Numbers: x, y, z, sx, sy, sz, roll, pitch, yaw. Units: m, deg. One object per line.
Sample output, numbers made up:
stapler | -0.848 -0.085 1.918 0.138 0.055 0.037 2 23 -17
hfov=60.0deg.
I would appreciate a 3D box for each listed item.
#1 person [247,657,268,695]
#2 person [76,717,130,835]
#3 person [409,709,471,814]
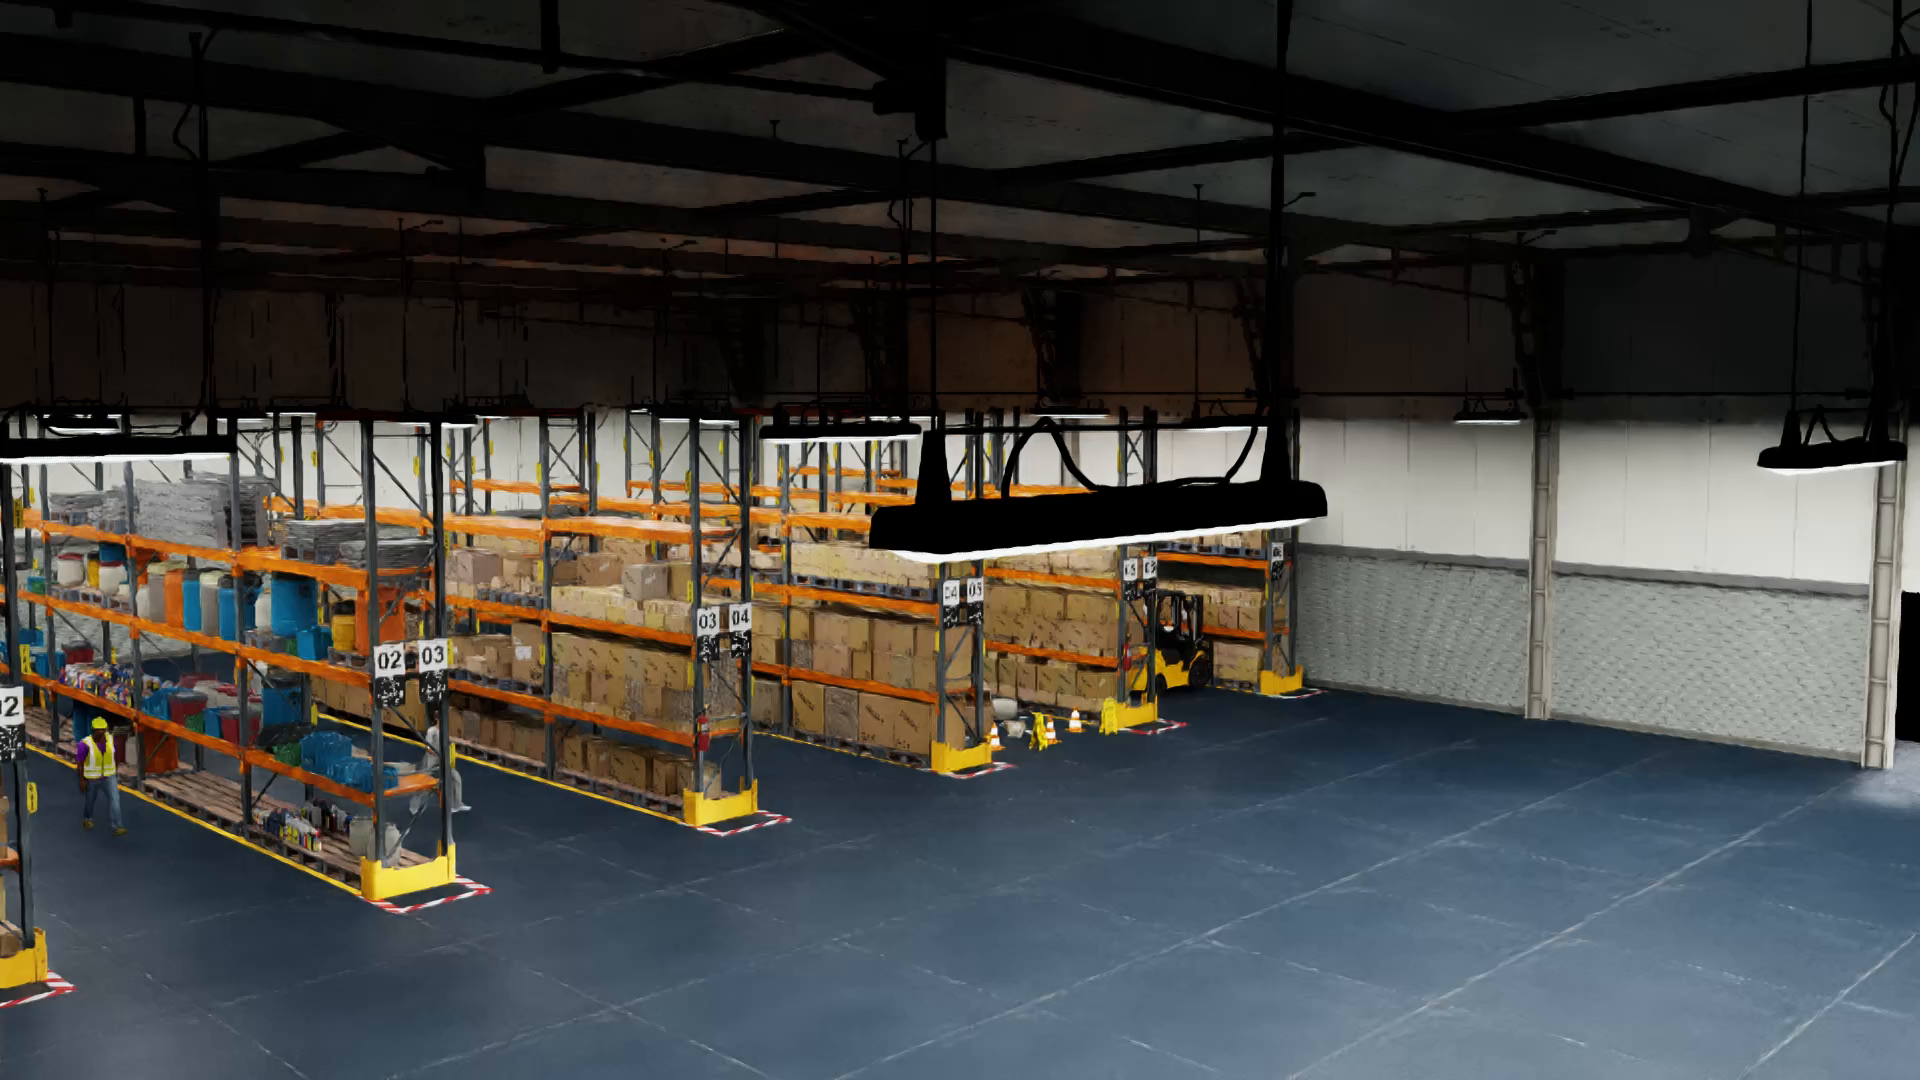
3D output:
person | -13.909 2.589 32.793 0.554 1.659 0.598 -1 5 -16
person | -12.338 3.368 23.836 0.577 1.687 1.121 -5 7 -44
person | -7.868 3.309 24.971 0.817 1.601 0.609 3 6 27
